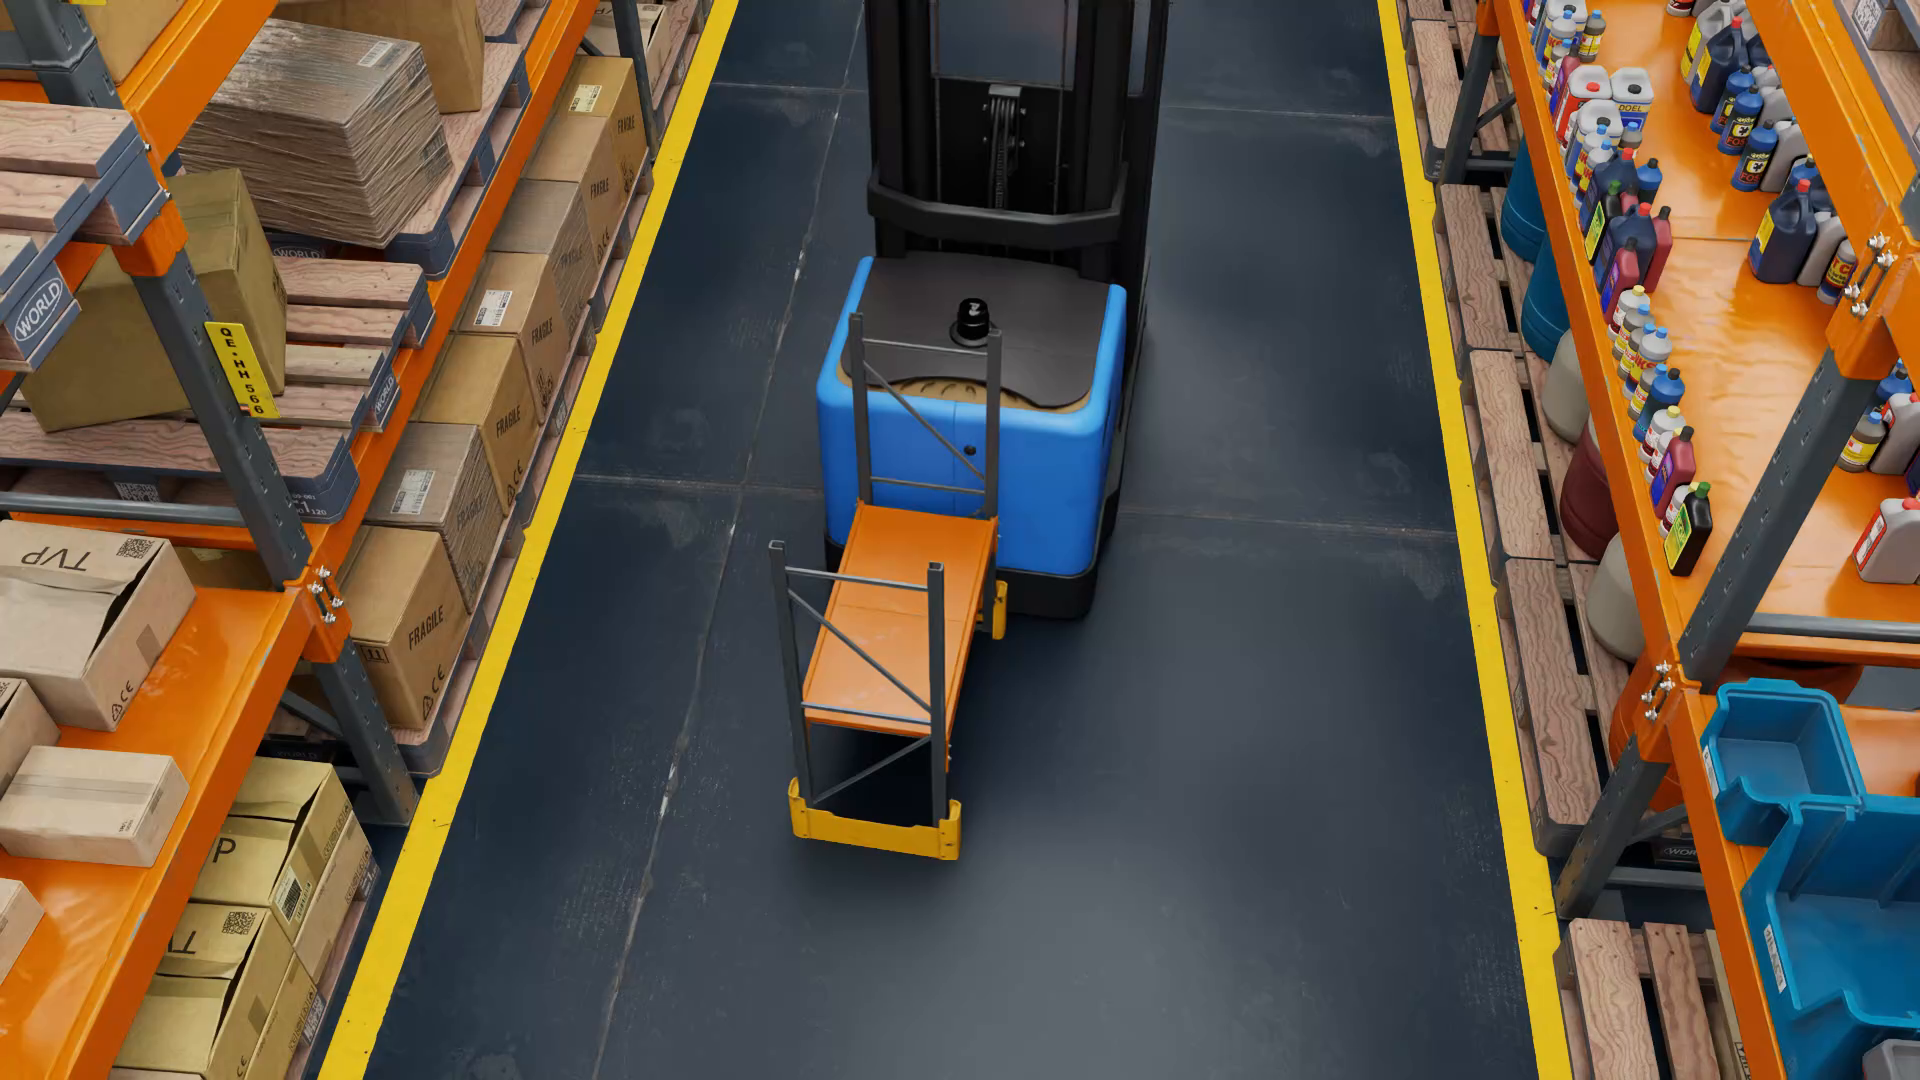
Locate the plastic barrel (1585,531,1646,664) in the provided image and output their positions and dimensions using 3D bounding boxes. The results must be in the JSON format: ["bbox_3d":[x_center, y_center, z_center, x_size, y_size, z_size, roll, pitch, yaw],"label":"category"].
[{"bbox_3d":[2.502,0.169,5.964,0.421,0.512,0.421,0,48,0],"label":"plastic barrel"}]

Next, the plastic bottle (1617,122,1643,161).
[{"bbox_3d":[2.475,-1.459,6.187,0.097,0.201,0.097,0,48,0],"label":"plastic bottle"}]

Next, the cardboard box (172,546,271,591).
[{"bbox_3d":[-2.569,-0.091,6.196,0.500,0.500,0.500,6,48,5],"label":"cardboard box"}]

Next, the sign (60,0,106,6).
[{"bbox_3d":[-1.869,-1.253,3.427,0.100,0.325,0.005,4,48,4],"label":"sign"}]

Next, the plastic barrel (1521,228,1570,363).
[{"bbox_3d":[2.745,-1.201,6.953,0.600,0.901,0.708,4,48,4],"label":"plastic barrel"}]

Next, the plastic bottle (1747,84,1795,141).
[{"bbox_3d":[3.071,-1.595,6.261,0.152,0.276,0.135,4,48,4],"label":"plastic bottle"}]

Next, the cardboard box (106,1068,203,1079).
[{"bbox_3d":[-2.313,1.668,4.390,0.500,0.311,0.500,4,48,3],"label":"cardboard box"}]

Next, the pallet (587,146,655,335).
[{"bbox_3d":[-2.093,-1.481,7.962,1.003,0.211,1.213,4,48,4],"label":"pallet"}]

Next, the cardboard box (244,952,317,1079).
[{"bbox_3d":[-2.269,1.485,4.938,0.500,0.250,0.500,3,48,3],"label":"cardboard box"}]

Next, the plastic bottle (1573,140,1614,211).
[{"bbox_3d":[2.302,-1.323,6.014,0.097,0.271,0.097,0,48,0],"label":"plastic bottle"}]

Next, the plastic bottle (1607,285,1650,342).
[{"bbox_3d":[2.236,-0.760,5.547,0.097,0.201,0.097,0,48,0],"label":"plastic bottle"}]

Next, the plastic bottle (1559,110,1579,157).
[{"bbox_3d":[2.332,-1.541,6.262,0.097,0.201,0.097,0,48,0],"label":"plastic bottle"}]

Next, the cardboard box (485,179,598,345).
[{"bbox_3d":[-1.915,-1.214,7.224,0.500,0.500,0.500,4,48,4],"label":"cardboard box"}]

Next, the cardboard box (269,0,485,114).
[{"bbox_3d":[-2.156,-1.896,6.099,0.700,0.500,0.500,-7,48,-6],"label":"cardboard box"}]

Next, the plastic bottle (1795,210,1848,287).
[{"bbox_3d":[2.999,-1.021,5.735,0.152,0.276,0.135,4,48,4],"label":"plastic bottle"}]

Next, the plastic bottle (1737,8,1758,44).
[{"bbox_3d":[3.118,-1.973,6.555,0.144,0.351,0.185,4,48,4],"label":"plastic bottle"}]

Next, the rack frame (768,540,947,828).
[{"bbox_3d":[-0.293,0.549,5.231,0.500,1.500,0.032,8,48,7],"label":"rack frame"}]

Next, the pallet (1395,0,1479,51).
[{"bbox_3d":[3.013,-3.187,9.522,1.003,0.211,1.213,4,48,4],"label":"pallet"}]

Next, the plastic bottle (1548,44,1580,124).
[{"bbox_3d":[2.337,-1.754,6.400,0.061,0.283,0.133,4,48,4],"label":"plastic bottle"}]

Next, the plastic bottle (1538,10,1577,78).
[{"bbox_3d":[2.383,-1.976,6.612,0.097,0.271,0.097,0,48,0],"label":"plastic bottle"}]

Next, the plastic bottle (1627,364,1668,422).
[{"bbox_3d":[2.200,-0.474,5.285,0.097,0.201,0.097,0,48,0],"label":"plastic bottle"}]

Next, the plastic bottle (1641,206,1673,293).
[{"bbox_3d":[2.388,-1.000,5.711,0.061,0.283,0.133,4,48,4],"label":"plastic bottle"}]

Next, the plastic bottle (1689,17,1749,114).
[{"bbox_3d":[2.958,-1.846,6.439,0.144,0.351,0.185,4,48,4],"label":"plastic bottle"}]

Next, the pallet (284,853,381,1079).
[{"bbox_3d":[-2.535,1.460,5.271,1.003,0.211,1.213,4,48,4],"label":"pallet"}]

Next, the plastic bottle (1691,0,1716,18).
[{"bbox_3d":[3.162,-2.333,6.935,0.152,0.276,0.135,4,48,4],"label":"plastic bottle"}]

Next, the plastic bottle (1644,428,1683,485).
[{"bbox_3d":[2.173,-0.259,5.089,0.097,0.201,0.097,0,48,0],"label":"plastic bottle"}]

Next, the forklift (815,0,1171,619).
[{"bbox_3d":[0.244,-1.793,6.404,1.130,2.935,3.031,8,48,7],"label":"forklift"}]

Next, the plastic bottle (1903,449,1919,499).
[{"bbox_3d":[2.948,-0.243,5.018,0.061,0.283,0.133,4,48,4],"label":"plastic bottle"}]

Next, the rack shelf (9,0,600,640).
[{"bbox_3d":[-2.238,-1.310,6.403,1.077,0.370,4.000,4,48,4],"label":"rack shelf"}]

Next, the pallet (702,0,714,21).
[{"bbox_3d":[-1.884,-3.485,9.794,1.003,0.211,1.213,4,48,4],"label":"pallet"}]

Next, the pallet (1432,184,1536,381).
[{"bbox_3d":[2.764,-1.181,7.687,1.003,0.211,1.213,4,48,4],"label":"pallet"}]

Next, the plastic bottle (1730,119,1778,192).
[{"bbox_3d":[2.924,-1.418,6.102,0.097,0.271,0.097,0,48,0],"label":"plastic bottle"}]

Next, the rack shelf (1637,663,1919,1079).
[{"bbox_3d":[2.329,1.965,3.407,1.077,0.370,4.000,4,48,4],"label":"rack shelf"}]

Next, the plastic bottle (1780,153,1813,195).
[{"bbox_3d":[3.066,-1.313,6.053,0.097,0.201,0.097,0,48,0],"label":"plastic bottle"}]

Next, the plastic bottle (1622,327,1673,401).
[{"bbox_3d":[2.209,-0.569,5.325,0.097,0.271,0.097,0,48,0],"label":"plastic bottle"}]

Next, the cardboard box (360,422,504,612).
[{"bbox_3d":[-2.053,-0.088,6.194,0.500,0.500,0.500,2,48,2],"label":"cardboard box"}]

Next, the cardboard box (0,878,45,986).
[{"bbox_3d":[-2.481,0.943,4.025,0.380,0.149,0.250,7,48,6],"label":"cardboard box"}]

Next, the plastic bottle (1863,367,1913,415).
[{"bbox_3d":[2.892,-0.428,5.195,0.097,0.271,0.097,0,48,0],"label":"plastic bottle"}]

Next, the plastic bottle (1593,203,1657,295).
[{"bbox_3d":[2.284,-1.011,5.675,0.144,0.351,0.185,4,48,4],"label":"plastic bottle"}]

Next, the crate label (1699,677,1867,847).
[{"bbox_3d":[2.100,0.594,4.288,0.303,0.233,0.416,4,48,4],"label":"crate label"}]

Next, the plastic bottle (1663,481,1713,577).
[{"bbox_3d":[2.124,-0.034,4.827,0.061,0.283,0.133,4,48,4],"label":"plastic bottle"}]

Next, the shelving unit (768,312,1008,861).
[{"bbox_3d":[-0.202,0.173,5.575,0.587,1.500,1.083,8,48,7],"label":"shelving unit"}]

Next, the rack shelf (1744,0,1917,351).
[{"bbox_3d":[2.694,-1.986,4.989,1.077,0.370,4.000,4,48,4],"label":"rack shelf"}]

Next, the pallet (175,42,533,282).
[{"bbox_3d":[-2.248,-1.448,6.171,1.003,0.211,1.213,4,48,4],"label":"pallet"}]

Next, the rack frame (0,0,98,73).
[{"bbox_3d":[-2.421,-2.108,2.580,1.000,3.000,0.127,4,48,4],"label":"rack frame"}]

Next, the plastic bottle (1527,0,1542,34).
[{"bbox_3d":[2.413,-2.195,6.859,0.097,0.201,0.097,0,48,0],"label":"plastic bottle"}]

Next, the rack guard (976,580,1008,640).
[{"bbox_3d":[-0.114,0.233,6.367,0.587,0.250,0.087,8,48,7],"label":"rack guard"}]

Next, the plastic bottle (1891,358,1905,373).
[{"bbox_3d":[2.965,-0.498,5.307,0.097,0.201,0.097,0,48,0],"label":"plastic bottle"}]
